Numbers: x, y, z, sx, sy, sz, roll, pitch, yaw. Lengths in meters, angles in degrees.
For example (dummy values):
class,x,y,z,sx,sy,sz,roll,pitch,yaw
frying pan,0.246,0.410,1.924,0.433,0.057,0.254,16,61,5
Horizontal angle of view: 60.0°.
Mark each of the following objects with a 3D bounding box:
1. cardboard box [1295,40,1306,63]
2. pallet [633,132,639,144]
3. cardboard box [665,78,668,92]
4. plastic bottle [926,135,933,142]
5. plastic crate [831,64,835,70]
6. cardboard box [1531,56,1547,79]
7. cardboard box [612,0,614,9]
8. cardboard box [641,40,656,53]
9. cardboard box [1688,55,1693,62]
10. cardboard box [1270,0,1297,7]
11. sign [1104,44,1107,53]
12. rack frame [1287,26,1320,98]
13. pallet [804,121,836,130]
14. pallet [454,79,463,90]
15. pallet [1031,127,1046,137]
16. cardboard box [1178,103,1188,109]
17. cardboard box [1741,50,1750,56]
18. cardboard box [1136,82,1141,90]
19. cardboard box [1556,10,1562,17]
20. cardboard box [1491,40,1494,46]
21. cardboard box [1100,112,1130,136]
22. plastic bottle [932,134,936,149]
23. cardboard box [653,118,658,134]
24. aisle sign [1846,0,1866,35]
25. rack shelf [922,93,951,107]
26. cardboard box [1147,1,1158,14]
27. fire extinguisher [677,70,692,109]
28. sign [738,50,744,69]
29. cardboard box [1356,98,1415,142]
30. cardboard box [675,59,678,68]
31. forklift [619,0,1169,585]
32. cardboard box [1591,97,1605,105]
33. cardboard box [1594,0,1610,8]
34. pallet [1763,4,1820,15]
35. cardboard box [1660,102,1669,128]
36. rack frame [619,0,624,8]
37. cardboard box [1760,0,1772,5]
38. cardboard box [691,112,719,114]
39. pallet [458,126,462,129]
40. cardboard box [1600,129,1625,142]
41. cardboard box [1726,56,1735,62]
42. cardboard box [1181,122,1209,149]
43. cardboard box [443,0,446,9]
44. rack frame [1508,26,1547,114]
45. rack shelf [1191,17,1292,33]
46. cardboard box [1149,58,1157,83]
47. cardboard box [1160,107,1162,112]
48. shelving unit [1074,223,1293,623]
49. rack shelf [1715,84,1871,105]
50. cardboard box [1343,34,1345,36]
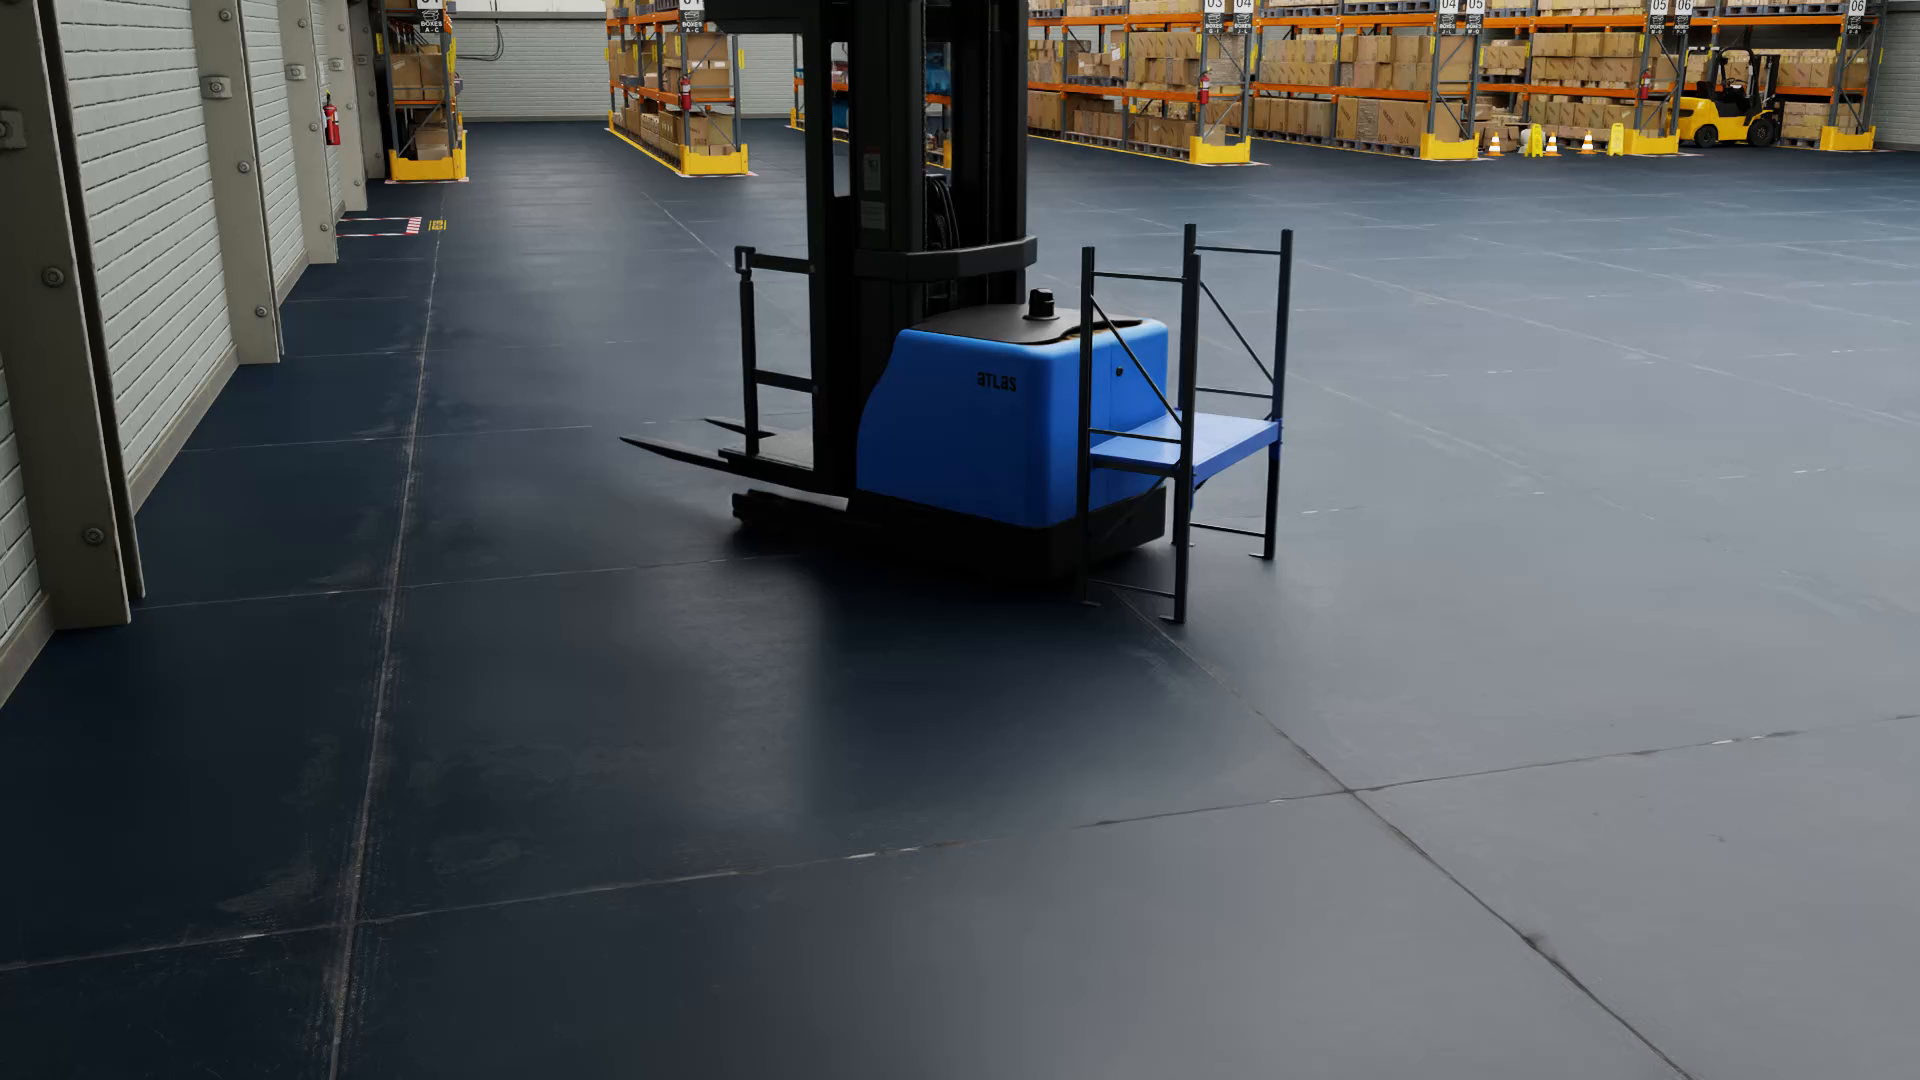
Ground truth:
class,x,y,z,sx,sy,sz,roll,pitch,yaw
cardboard box,8.244,-11.381,38.713,0.700,0.500,0.500,-5,17,-16
pallet,-7.117,-9.466,39.099,1.003,0.211,1.213,-5,17,-15
cardboard box,-5.695,-9.210,33.659,0.500,0.250,0.500,-4,17,-12
plastic bottle,-0.623,-7.885,32.956,0.152,0.276,0.135,-5,17,-15
plastic crate,-3.408,-11.876,42.197,0.392,0.384,0.575,-5,17,-15
cardboard box,13.390,-10.761,37.872,0.500,0.500,0.500,-5,17,-15
cardboard box,-8.380,-13.356,41.379,0.500,0.250,0.500,-5,17,-15
cardboard box,-7.575,-12.041,40.912,0.500,0.500,0.500,-4,17,-14
cardboard box,17.896,-11.685,40.338,0.380,0.149,0.250,-5,17,-15
cardboard box,7.694,-12.827,39.478,0.500,0.311,0.500,-5,17,-15
sign,3.429,-11.600,39.479,0.100,0.325,0.005,-5,17,-15
rack frame,10.239,-14.034,49.458,1.000,3.000,0.127,-5,17,-15
pallet,-3.530,-10.955,44.056,1.003,0.211,1.213,-5,17,-15
pallet,-11.080,-9.582,34.971,1.213,0.211,1.003,-5,17,-15
pallet,2.433,-10.263,41.751,1.003,0.211,1.213,-5,17,-15
cardboard box,6.150,-11.774,45.127,0.380,0.149,0.250,-4,17,-15
cardboard box,18.320,-11.283,38.482,0.380,0.149,0.250,-4,17,-14
cardboard box,3.930,-9.590,35.102,0.380,0.149,0.250,-5,17,-15
cardboard box,13.579,-11.789,37.206,0.380,0.149,0.250,-5,17,-15
cardboard box,13.159,-12.093,40.448,0.380,0.149,0.250,-6,18,-18
cardboard box,3.593,-9.404,37.626,0.700,0.500,0.500,-6,18,-20
plastic bottle,-0.521,-7.897,32.984,0.061,0.283,0.133,-5,17,-15
cardboard box,-6.053,-8.535,34.225,0.500,0.311,0.500,-4,17,-14
aisle sign,19.144,-11.205,35.523,0.394,0.787,0.004,-5,17,-15
rack shelf,-0.204,-8.642,32.758,1.077,0.370,4.000,-5,17,-15
cardboard box,4.163,-10.867,33.962,0.500,0.250,0.500,-5,18,-17
fire extinguisher,-4.832,-7.936,29.292,0.296,0.674,0.183,-5,17,-15
sign,-3.883,-8.537,29.517,0.100,0.325,0.005,-5,17,-15
cardboard box,9.162,-9.050,35.831,0.875,0.875,0.875,-5,17,-15
cardboard box,-5.135,-8.921,31.134,0.380,0.149,0.250,-5,17,-16
forklift,-0.487,-1.539,7.981,3.031,2.935,1.130,14,22,38
cardboard box,13.934,-9.529,36.080,0.380,0.149,0.250,-4,17,-14
cardboard box,13.952,-11.518,35.612,0.500,0.250,0.500,-4,17,-14
pallet,18.900,-11.932,37.399,1.003,0.211,1.213,-5,17,-15
cardboard box,17.949,-10.531,41.193,0.875,0.625,0.625,-5,17,-16
rack frame,-7.716,-14.235,39.700,1.000,3.000,0.127,-5,17,-15
cardboard box,18.425,-12.295,37.784,0.396,0.266,0.258,-5,17,-17
cardboard box,-4.912,-8.004,32.131,0.500,0.500,0.500,-5,17,-15
pallet,-12.950,-10.188,41.503,1.003,0.211,1.213,-5,17,-15
cardboard box,14.149,-8.701,35.755,0.500,0.250,0.500,-5,17,-16
cardboard box,18.216,-11.286,39.009,0.380,0.149,0.250,-4,17,-14
cardboard box,4.755,-8.165,33.536,0.500,0.500,0.500,0,17,-1
cardboard box,-9.145,-9.408,28.634,0.500,0.500,0.500,-4,17,-12
rack frame,16.110,-13.321,47.085,1.000,3.000,0.127,-5,17,-15
rack shelf,7.156,-13.047,42.209,1.077,0.370,4.000,-5,17,-15
cardboard box,4.411,-9.721,34.408,0.875,0.500,0.500,-5,17,-15
cardboard box,5.823,-12.070,46.627,0.380,0.149,0.250,-4,17,-12
shelving unit,0.969,-0.542,7.151,0.538,1.500,1.048,10,19,29
rack shelf,18.858,-10.210,37.980,1.077,0.370,4.000,-5,17,-15
cardboard box,10.834,-14.045,46.455,0.380,0.149,0.250,-5,17,-16
